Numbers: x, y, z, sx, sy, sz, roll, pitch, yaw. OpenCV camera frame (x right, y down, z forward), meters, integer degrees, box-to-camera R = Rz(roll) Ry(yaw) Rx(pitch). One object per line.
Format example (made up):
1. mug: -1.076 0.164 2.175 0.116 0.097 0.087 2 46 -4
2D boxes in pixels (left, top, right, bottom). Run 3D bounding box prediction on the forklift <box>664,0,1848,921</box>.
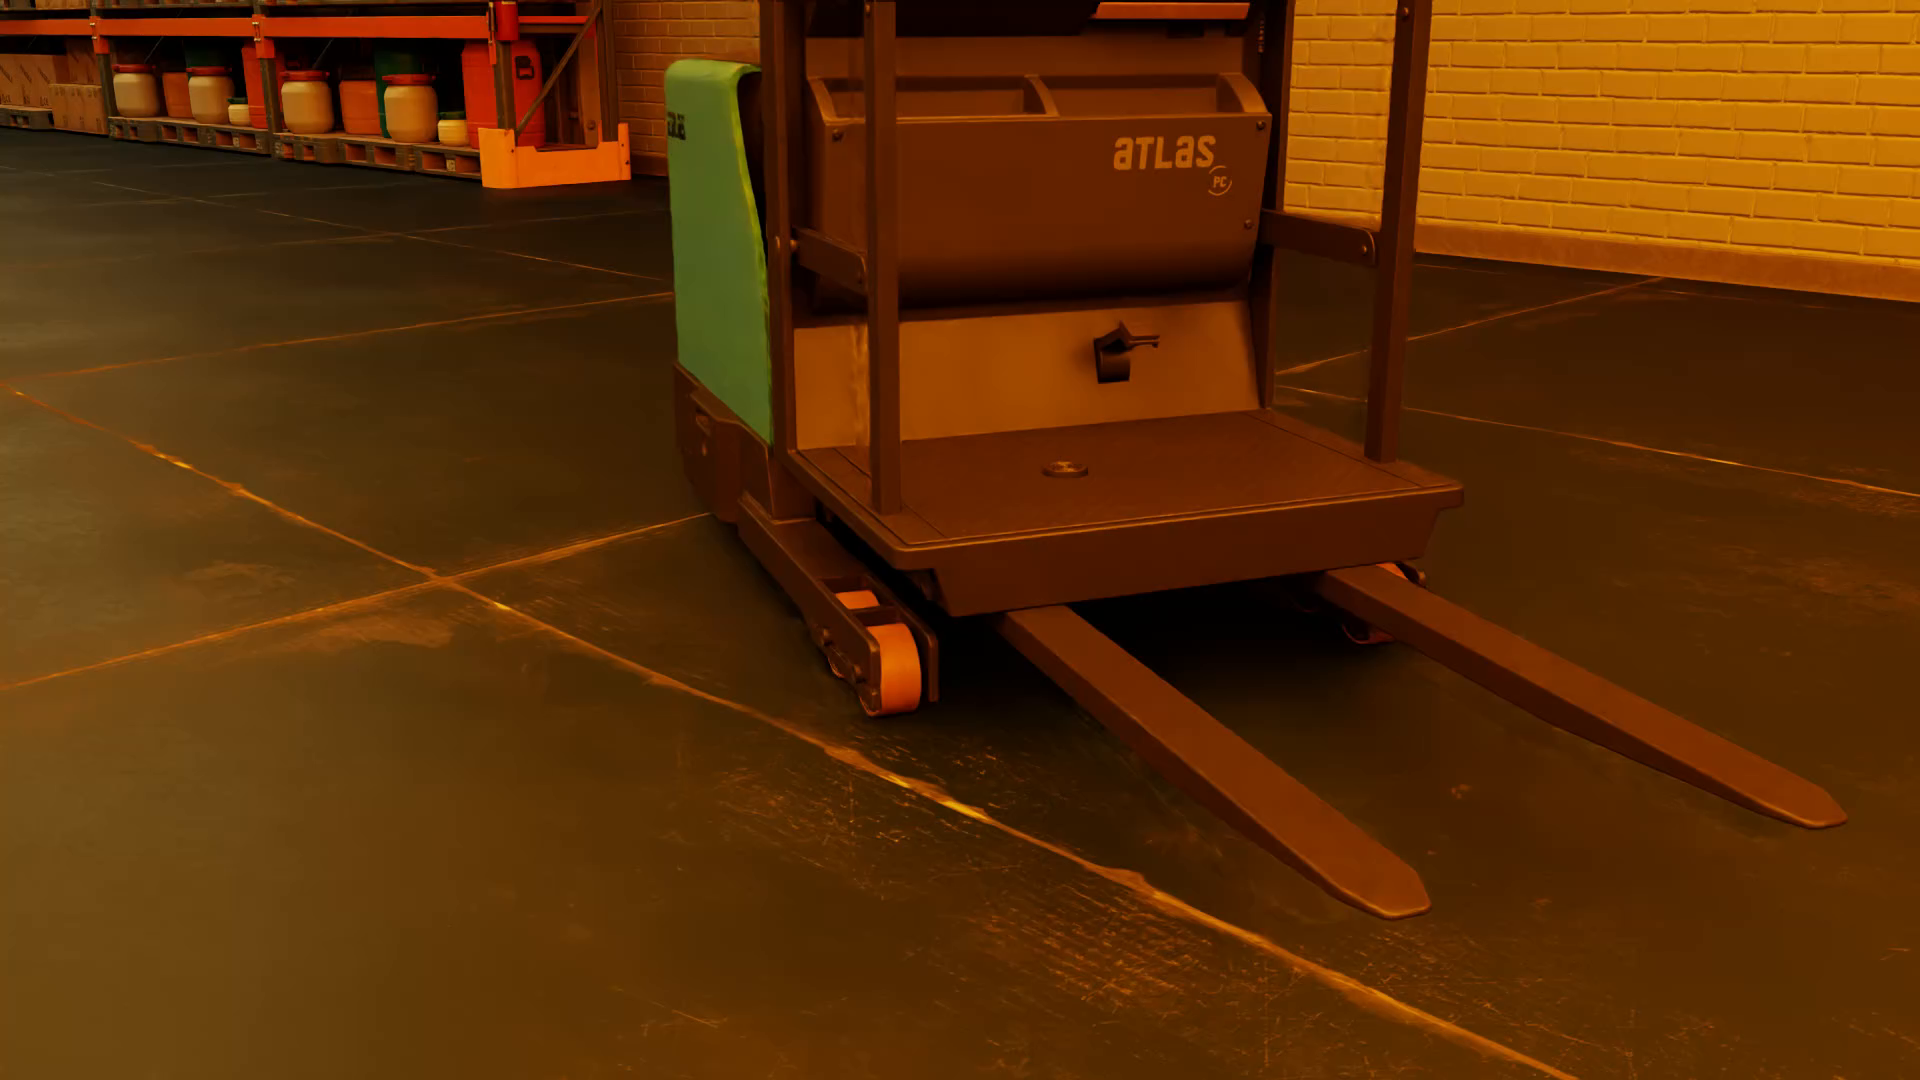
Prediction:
1. forklift: 0.241 -1.229 2.907 1.130 2.935 3.031 -6 18 -20
